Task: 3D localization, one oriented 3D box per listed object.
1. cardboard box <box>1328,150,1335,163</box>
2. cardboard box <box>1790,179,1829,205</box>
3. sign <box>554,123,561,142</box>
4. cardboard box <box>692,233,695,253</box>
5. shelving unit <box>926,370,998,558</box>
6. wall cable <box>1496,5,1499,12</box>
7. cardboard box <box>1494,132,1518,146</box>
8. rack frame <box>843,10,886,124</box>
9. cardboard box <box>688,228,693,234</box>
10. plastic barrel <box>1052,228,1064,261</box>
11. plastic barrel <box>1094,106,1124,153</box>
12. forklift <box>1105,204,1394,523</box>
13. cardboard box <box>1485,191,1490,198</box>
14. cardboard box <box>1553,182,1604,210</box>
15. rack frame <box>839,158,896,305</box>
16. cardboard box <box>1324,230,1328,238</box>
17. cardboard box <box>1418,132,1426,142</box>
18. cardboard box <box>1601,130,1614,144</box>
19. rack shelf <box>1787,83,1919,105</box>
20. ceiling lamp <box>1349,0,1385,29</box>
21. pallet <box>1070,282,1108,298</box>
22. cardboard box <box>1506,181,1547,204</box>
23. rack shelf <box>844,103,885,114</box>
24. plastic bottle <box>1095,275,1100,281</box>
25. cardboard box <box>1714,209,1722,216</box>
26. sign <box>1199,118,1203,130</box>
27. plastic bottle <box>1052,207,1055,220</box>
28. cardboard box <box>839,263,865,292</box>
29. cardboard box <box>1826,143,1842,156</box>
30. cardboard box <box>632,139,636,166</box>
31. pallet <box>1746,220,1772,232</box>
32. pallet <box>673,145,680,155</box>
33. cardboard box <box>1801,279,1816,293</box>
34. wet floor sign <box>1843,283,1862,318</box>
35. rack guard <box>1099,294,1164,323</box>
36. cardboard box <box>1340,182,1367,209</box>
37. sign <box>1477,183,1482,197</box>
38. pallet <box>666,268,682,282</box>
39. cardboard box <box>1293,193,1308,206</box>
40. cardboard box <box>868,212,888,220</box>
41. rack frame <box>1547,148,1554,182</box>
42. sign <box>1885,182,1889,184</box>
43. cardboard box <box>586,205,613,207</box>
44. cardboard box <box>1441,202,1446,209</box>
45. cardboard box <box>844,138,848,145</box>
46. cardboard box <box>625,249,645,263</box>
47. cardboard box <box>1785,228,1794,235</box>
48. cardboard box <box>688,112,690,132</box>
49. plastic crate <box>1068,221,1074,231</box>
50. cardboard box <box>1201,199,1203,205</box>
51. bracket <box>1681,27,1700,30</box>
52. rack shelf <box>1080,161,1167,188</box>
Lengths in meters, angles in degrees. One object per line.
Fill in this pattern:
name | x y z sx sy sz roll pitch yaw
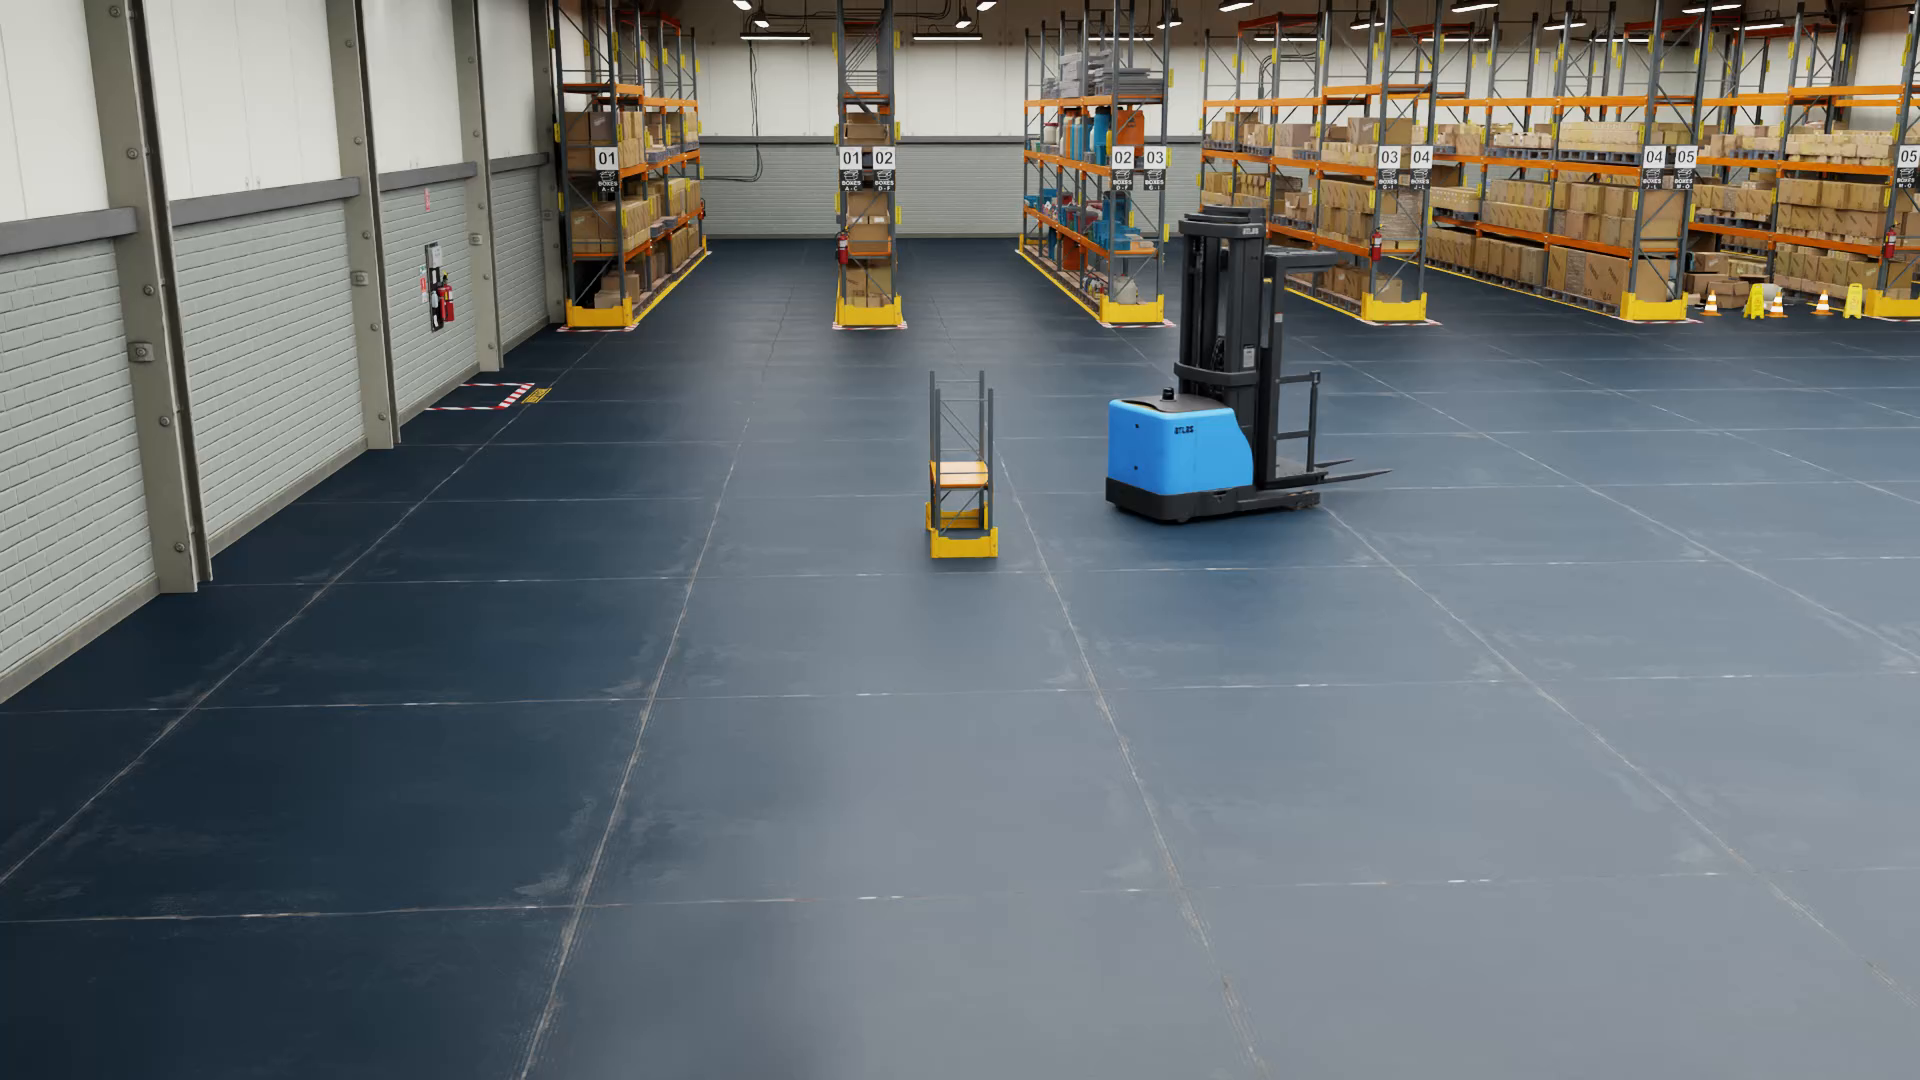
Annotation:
cardboard box | 7.769 -7.745 33.611 0.500 0.250 0.500 -1 14 -4
cardboard box | 17.670 -7.201 34.415 0.700 0.500 0.500 -1 14 -3
sign | -7.180 -7.266 29.672 0.100 0.325 0.005 -1 14 -3
cardboard box | -7.370 -7.805 43.739 0.700 0.500 0.500 -1 14 -2
shelving unit | 0.005 -0.707 14.989 0.587 1.500 1.083 -1 14 -3
wall cable | 15.427 -17.244 50.968 2.355 3.000 0.029 -1 14 -3
cardboard box | 12.493 -9.136 37.854 0.500 0.311 0.500 -1 14 -3
rack frame | -2.177 -10.360 37.456 1.000 3.000 0.127 -1 14 -3
cardboard box | -7.184 -8.084 43.523 0.380 0.149 0.250 -1 14 -5
plastic barrel | 2.580 -7.401 41.361 0.600 0.901 0.708 -1 14 -3
plastic barrel | 2.970 -8.185 33.174 0.600 0.901 0.708 -1 14 -3
forklift | 2.990 -1.821 16.446 3.031 2.935 1.130 -8 16 -27
cardboard box | 12.802 -8.274 39.854 0.380 0.149 0.250 -1 14 -4
cardboard box | 12.904 -7.167 34.616 0.875 0.550 0.550 -1 14 -3
rack frame | -1.681 -5.465 30.471 1.000 3.000 0.127 -1 14 -3
cardboard box | 7.717 -6.308 34.251 0.380 0.149 0.250 -1 14 -3
cardboard box | 12.137 -10.386 42.874 0.500 0.250 0.500 -2 15 -6
cardboard box | 12.794 -7.811 32.230 0.500 0.250 0.500 -1 14 -4
rack shelf | 17.973 -8.823 32.932 1.077 0.370 4.000 -1 14 -3
ceiling lamp | 10.265 -14.169 40.545 0.800 3.185 2.000 -1 14 -3
pallet | 2.928 -5.380 35.735 1.003 0.211 1.213 -1 14 -3
cardboard box | 12.752 -7.826 37.438 0.700 0.500 0.500 -1 14 -4
rack shelf | -2.053 -9.321 35.662 1.077 0.370 4.000 -1 14 -3
plastic bottle | 2.795 -5.261 34.110 0.144 0.351 0.185 -1 14 -3
cardboard box | 17.480 -7.491 38.005 0.380 0.149 0.250 0 14 0
sign | 6.661 -11.504 46.007 0.100 0.325 0.005 -1 14 -3
plastic bottle | 2.246 -7.852 39.982 0.061 0.283 0.133 -1 14 -3
cardboard box | -2.088 -5.077 32.134 0.500 0.500 0.500 -1 14 -3
cardboard box | 17.696 -7.797 33.218 0.500 0.250 0.500 -1 14 -3
cardboard box | -6.485 -7.382 31.659 0.500 0.500 0.500 0 14 0
pallet | 17.947 -6.864 36.294 1.003 0.211 1.213 -1 14 -3
pallet | -7.263 -9.505 40.536 0.805 0.209 1.217 -1 15 -6
cardboard box | 17.696 -5.221 34.198 0.500 0.250 0.500 -1 14 -4
wet floor sign | 17.041 -4.566 31.702 0.267 0.644 0.232 4 15 16
rack guard | 3.211 -4.348 31.147 1.175 0.500 0.348 -1 14 -3
cardboard box | 7.838 -6.800 32.854 0.500 0.500 0.500 -1 14 -3
sign | 12.126 -8.170 38.818 0.100 0.325 0.005 -1 14 -3
pallet | -7.094 -6.224 39.017 1.003 0.211 1.213 -1 14 -3
cardboard box | 7.919 -7.588 37.676 0.700 0.500 0.500 1 14 5
cardboard box | -1.556 -6.185 31.768 0.380 0.149 0.250 -1 14 -5
rack frame | 17.106 -9.749 47.122 1.000 3.000 0.127 -1 14 -3
sign | 22.015 -8.349 39.514 0.100 0.325 0.005 -1 14 -3
cardboard box | -6.955 -6.181 32.009 0.500 0.500 0.500 -1 14 -3
cardboard box | 12.084 -8.242 40.926 0.380 0.149 0.250 -2 15 -6
cardboard box | -2.016 -7.399 31.143 0.500 0.250 0.500 -1 14 -3
cardboard box | -6.966 -6.040 35.336 0.500 0.250 0.500 -1 14 -5
cardboard box | 17.616 -6.498 34.989 0.380 0.149 0.250 0 14 -2
cardboard box | -7.171 -10.676 42.458 0.500 0.500 0.500 -1 14 -5
plastic crate | 2.625 -6.862 36.324 0.450 0.188 0.662 -1 14 -3
cardboard box | 6.908 -9.381 46.196 0.380 0.149 0.250 -1 14 -3
bracket | 22.239 -15.953 51.968 0.076 0.066 5.218 -1 14 -3
rack shelf | 3.139 -7.142 32.413 1.077 0.370 4.000 -1 14 -3
